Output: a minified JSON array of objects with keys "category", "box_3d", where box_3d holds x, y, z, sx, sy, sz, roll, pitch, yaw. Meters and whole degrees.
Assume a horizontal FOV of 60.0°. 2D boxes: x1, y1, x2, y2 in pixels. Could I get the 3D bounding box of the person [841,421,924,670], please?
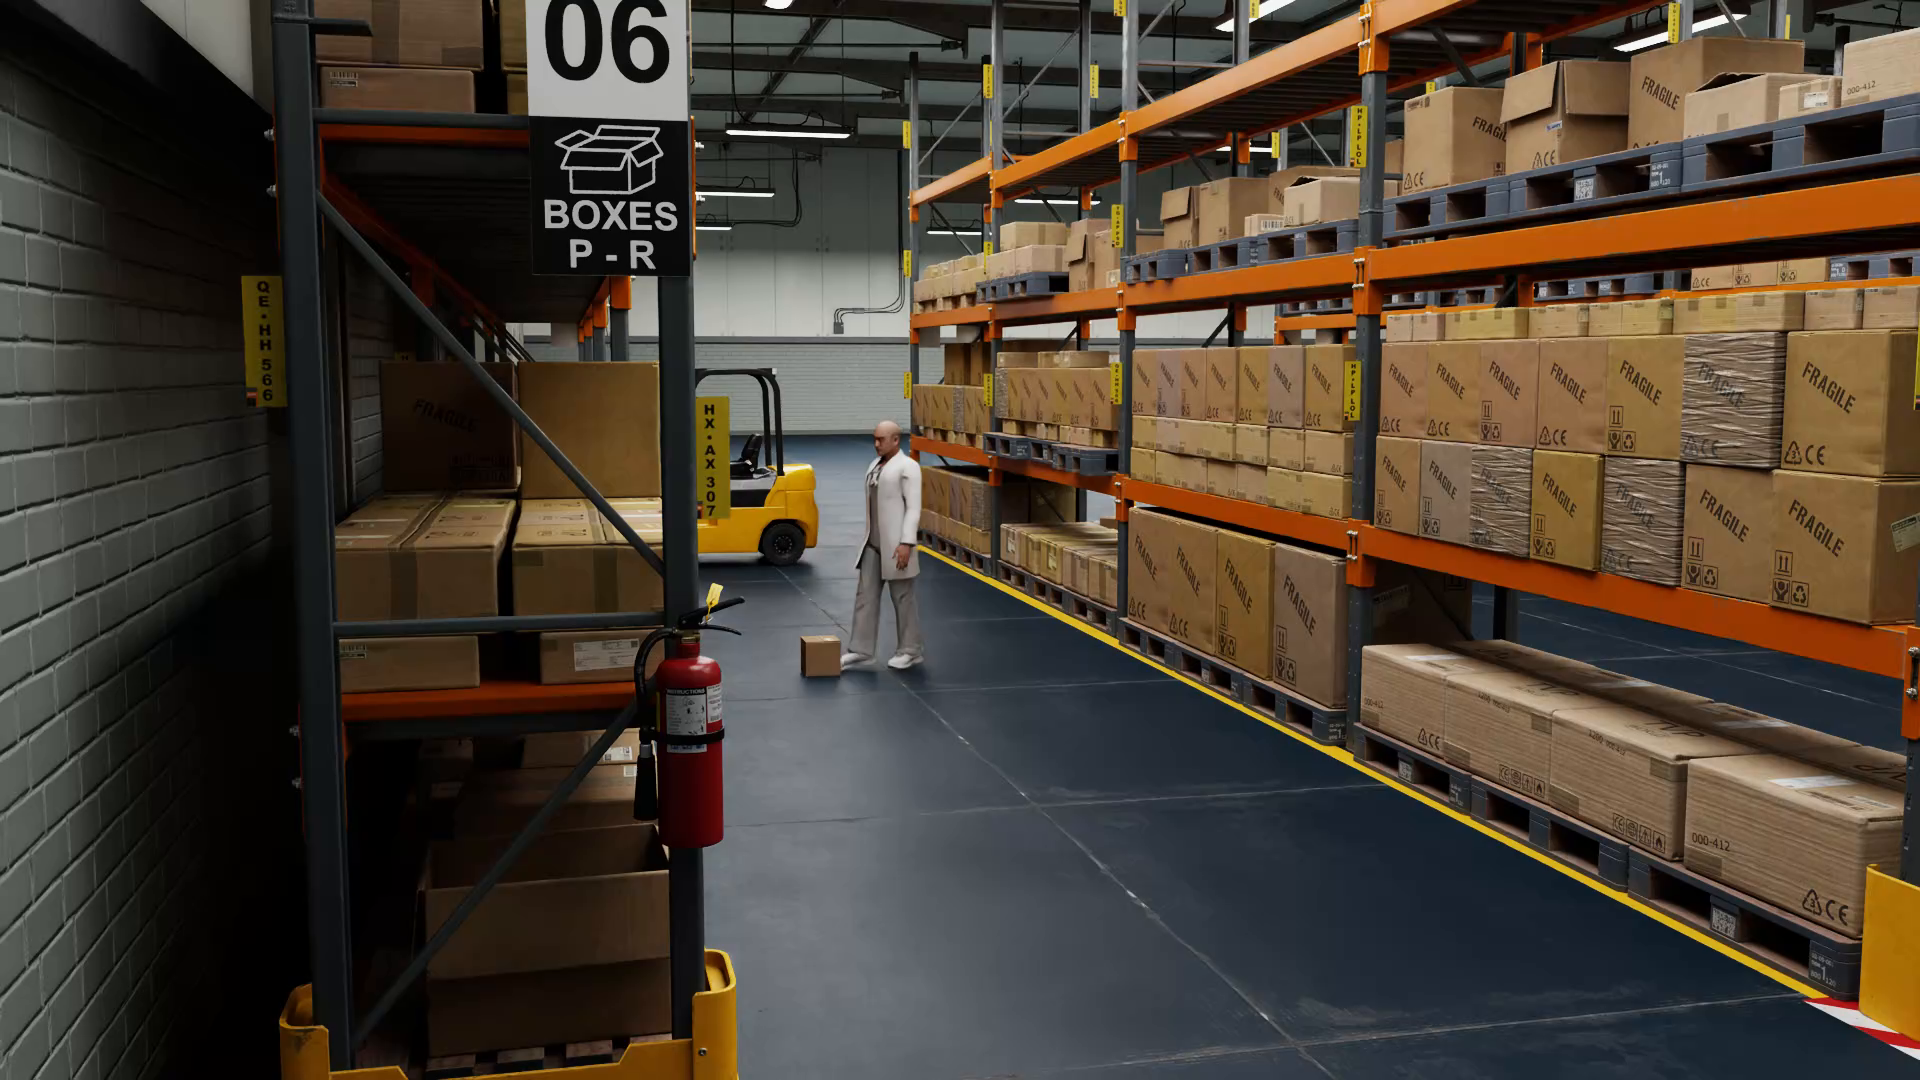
[{"category":"person","box_3d":[-0.564,0.040,11.877,0.702,1.777,0.633,-5,8,-40]}]
